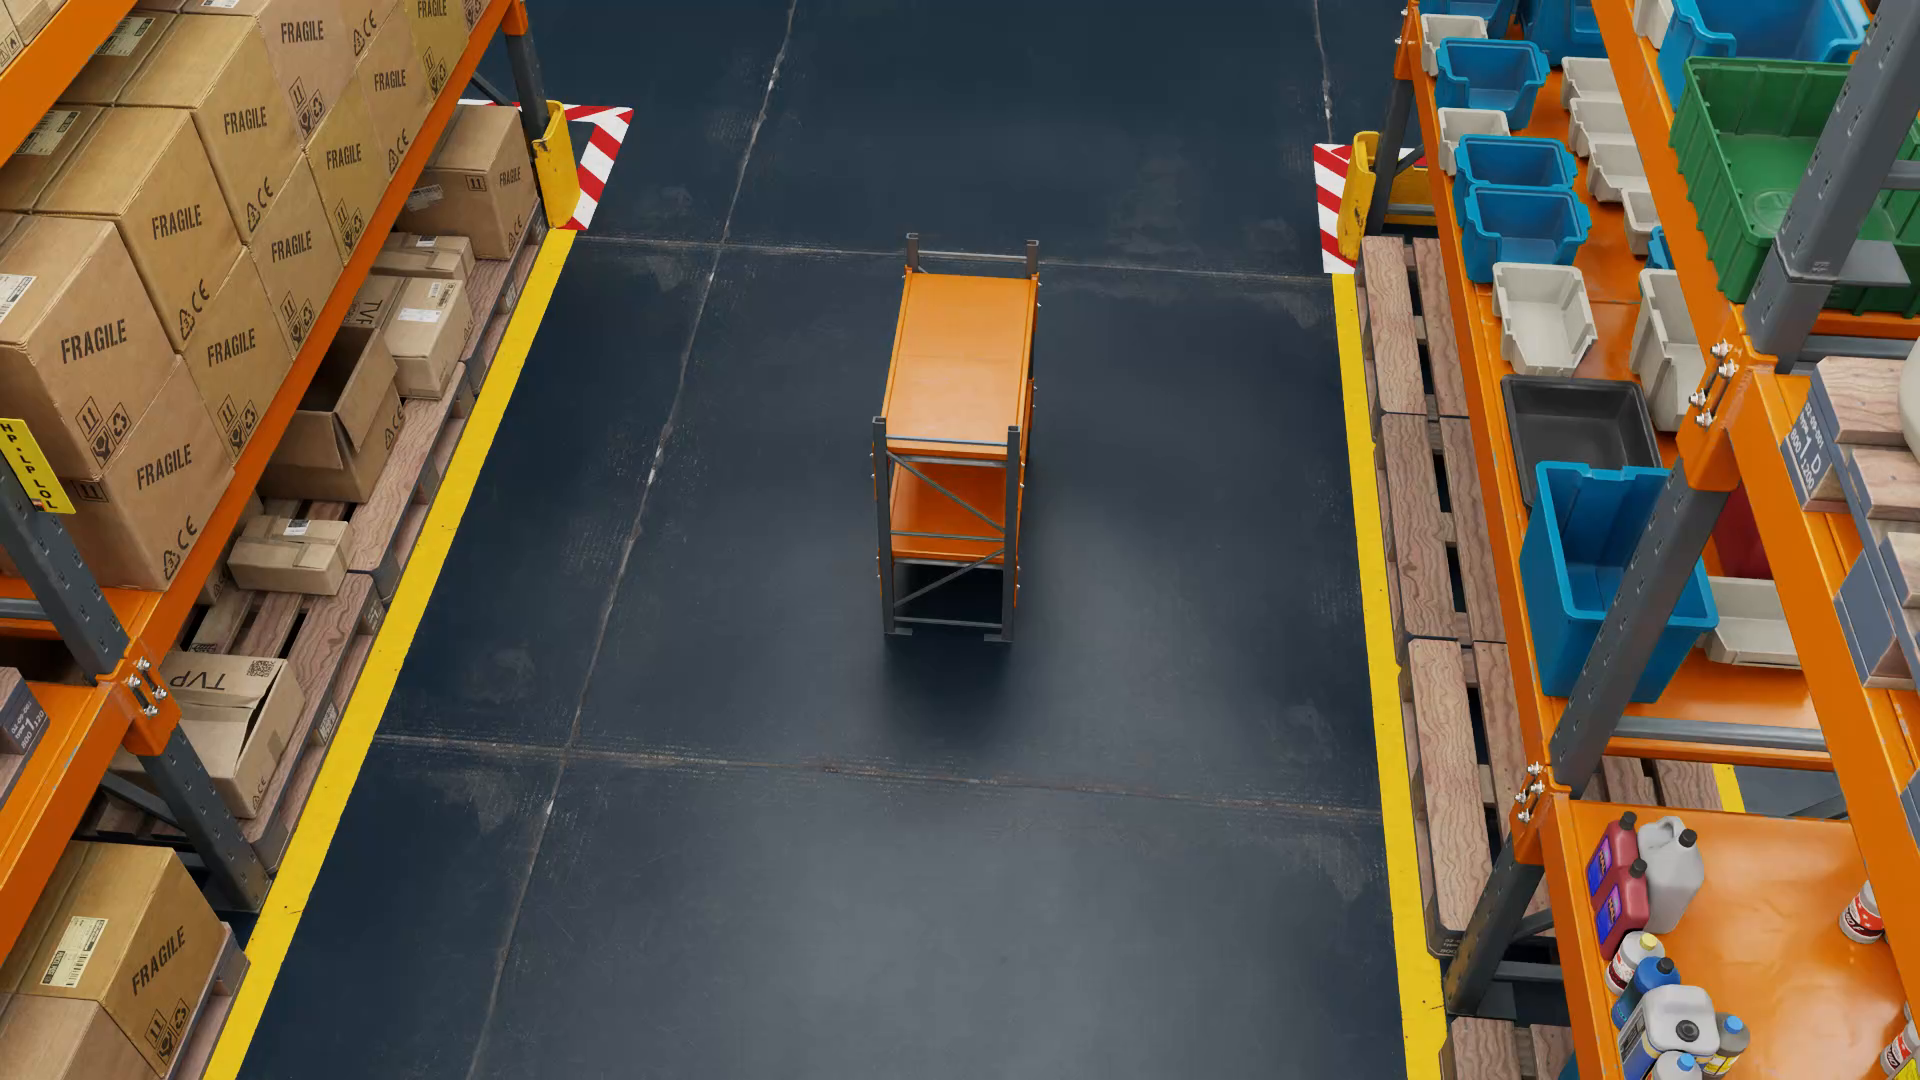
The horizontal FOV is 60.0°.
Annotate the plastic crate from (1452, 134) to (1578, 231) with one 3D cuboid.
[{"bbox_3d":[1.969,-1.266,5.974,0.416,0.233,0.300,4,48,4],"label":"plastic crate"}]

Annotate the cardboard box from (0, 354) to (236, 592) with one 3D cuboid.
[{"bbox_3d":[-2.540,-0.215,4.872,0.500,0.500,0.500,5,48,5],"label":"cardboard box"}]

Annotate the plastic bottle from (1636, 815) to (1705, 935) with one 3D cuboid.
[{"bbox_3d":[1.716,0.794,4.050,0.144,0.351,0.185,4,48,4],"label":"plastic bottle"}]

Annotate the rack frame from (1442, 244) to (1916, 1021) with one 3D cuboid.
[{"bbox_3d":[2.075,0.511,4.276,1.000,3.000,0.127,4,48,4],"label":"rack frame"}]

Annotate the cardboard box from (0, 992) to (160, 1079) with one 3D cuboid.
[{"bbox_3d":[-2.671,1.615,4.662,0.500,0.500,0.500,4,48,4],"label":"cardboard box"}]

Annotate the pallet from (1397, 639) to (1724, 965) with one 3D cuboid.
[{"bbox_3d":[2.103,0.909,5.802,1.003,0.211,1.213,4,48,4],"label":"pallet"}]

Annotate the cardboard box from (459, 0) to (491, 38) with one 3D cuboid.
[{"bbox_3d":[-2.263,-2.451,6.917,0.500,0.500,0.500,5,48,5],"label":"cardboard box"}]

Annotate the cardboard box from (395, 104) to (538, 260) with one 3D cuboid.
[{"bbox_3d":[-2.297,-1.653,7.651,0.500,0.500,0.500,4,48,4],"label":"cardboard box"}]

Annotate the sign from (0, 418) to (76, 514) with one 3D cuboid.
[{"bbox_3d":[-2.305,-0.181,4.124,0.100,0.325,0.005,4,48,4],"label":"sign"}]

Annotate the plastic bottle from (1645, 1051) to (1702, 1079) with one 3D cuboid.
[{"bbox_3d":[1.582,1.221,3.714,0.097,0.271,0.097,0,48,0],"label":"plastic bottle"}]

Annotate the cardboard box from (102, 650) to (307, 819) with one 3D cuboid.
[{"bbox_3d":[-2.604,0.640,5.682,0.500,0.311,0.500,4,48,4],"label":"cardboard box"}]

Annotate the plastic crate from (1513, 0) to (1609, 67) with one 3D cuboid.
[{"bbox_3d":[2.595,-2.202,6.693,0.616,0.435,0.499,4,48,4],"label":"plastic crate"}]

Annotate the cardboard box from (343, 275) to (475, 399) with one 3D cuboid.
[{"bbox_3d":[-2.414,-0.873,7.107,0.500,0.250,0.500,4,48,4],"label":"cardboard box"}]

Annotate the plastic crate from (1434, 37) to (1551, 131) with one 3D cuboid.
[{"bbox_3d":[2.029,-1.749,6.416,0.416,0.233,0.300,4,48,4],"label":"plastic crate"}]

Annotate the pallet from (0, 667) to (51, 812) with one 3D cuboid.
[{"bbox_3d":[-3.039,0.819,4.124,1.003,0.211,1.213,4,48,4],"label":"pallet"}]

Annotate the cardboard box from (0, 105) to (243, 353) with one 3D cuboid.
[{"bbox_3d":[-2.488,-0.903,4.824,0.500,0.500,0.500,3,48,2],"label":"cardboard box"}]

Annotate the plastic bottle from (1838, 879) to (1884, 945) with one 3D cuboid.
[{"bbox_3d":[2.235,0.894,4.060,0.097,0.201,0.097,0,48,0],"label":"plastic bottle"}]

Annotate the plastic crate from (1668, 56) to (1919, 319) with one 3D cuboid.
[{"bbox_3d":[1.812,-0.762,3.551,0.450,0.188,0.662,4,48,4],"label":"plastic crate"}]

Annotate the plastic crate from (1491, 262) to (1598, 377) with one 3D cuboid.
[{"bbox_3d":[1.934,-0.720,5.540,0.293,0.136,0.466,4,48,4],"label":"plastic crate"}]

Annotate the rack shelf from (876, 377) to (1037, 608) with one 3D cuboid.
[{"bbox_3d":[0.001,-0.220,6.546,0.538,0.278,1.000,4,48,4],"label":"rack shelf"}]

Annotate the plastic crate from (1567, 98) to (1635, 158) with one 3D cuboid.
[{"bbox_3d":[2.505,-1.537,6.287,0.396,0.136,0.243,4,48,4],"label":"plastic crate"}]

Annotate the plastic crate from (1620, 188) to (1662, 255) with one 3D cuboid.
[{"bbox_3d":[2.495,-1.111,5.898,0.298,0.136,0.250,4,48,4],"label":"plastic crate"}]

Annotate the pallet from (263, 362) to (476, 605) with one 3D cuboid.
[{"bbox_3d":[-2.685,-0.288,6.896,1.003,0.211,1.213,4,48,4],"label":"pallet"}]

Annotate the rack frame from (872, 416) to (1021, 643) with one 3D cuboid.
[{"bbox_3d":[-0.046,-0.011,6.024,0.500,1.125,0.032,4,48,4],"label":"rack frame"}]

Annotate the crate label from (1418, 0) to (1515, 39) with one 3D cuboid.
[{"bbox_3d":[2.089,-2.233,6.858,0.416,0.233,0.303,4,48,4],"label":"crate label"}]

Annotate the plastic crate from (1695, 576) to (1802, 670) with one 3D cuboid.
[{"bbox_3d":[2.260,0.247,4.655,0.396,0.136,0.243,4,48,4],"label":"plastic crate"}]

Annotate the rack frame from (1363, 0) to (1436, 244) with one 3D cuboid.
[{"bbox_3d":[2.439,-2.429,6.964,1.000,3.000,0.127,4,48,4],"label":"rack frame"}]

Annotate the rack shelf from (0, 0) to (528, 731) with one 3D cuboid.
[{"bbox_3d":[-2.675,-1.052,6.193,1.077,0.370,4.000,4,48,4],"label":"rack shelf"}]

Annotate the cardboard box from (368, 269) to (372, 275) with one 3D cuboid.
[{"bbox_3d":[-2.871,-1.237,7.440,0.500,0.250,0.500,4,48,4],"label":"cardboard box"}]

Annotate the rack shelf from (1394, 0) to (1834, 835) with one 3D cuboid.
[{"bbox_3d":[2.257,-0.716,5.886,1.077,0.370,4.000,4,48,4],"label":"rack shelf"}]

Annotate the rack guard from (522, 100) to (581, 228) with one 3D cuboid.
[{"bbox_3d":[-2.500,-1.865,8.143,1.175,0.500,0.348,4,48,4],"label":"rack guard"}]

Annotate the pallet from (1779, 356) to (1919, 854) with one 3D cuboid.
[{"bbox_3d":[2.101,0.145,2.706,1.213,0.211,1.003,4,48,4],"label":"pallet"}]

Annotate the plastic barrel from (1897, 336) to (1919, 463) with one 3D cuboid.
[{"bbox_3d":[1.777,-0.319,2.626,0.433,0.535,0.433,0,48,0],"label":"plastic barrel"}]

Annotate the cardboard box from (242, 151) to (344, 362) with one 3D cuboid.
[{"bbox_3d":[-2.448,-0.959,5.553,0.500,0.500,0.500,4,48,3],"label":"cardboard box"}]

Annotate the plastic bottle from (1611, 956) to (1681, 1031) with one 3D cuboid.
[{"bbox_3d":[1.603,1.050,3.870,0.097,0.271,0.097,0,48,0],"label":"plastic bottle"}]

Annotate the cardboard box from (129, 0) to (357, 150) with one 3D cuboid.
[{"bbox_3d":[-2.394,-1.660,5.516,0.500,0.500,0.500,5,48,5],"label":"cardboard box"}]

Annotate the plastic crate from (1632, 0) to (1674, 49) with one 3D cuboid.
[{"bbox_3d":[1.812,-1.373,4.145,0.293,0.136,0.466,4,48,4],"label":"plastic crate"}]

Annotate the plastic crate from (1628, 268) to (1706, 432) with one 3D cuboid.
[{"bbox_3d":[2.397,-0.579,5.313,0.437,0.282,0.530,4,48,4],"label":"plastic crate"}]

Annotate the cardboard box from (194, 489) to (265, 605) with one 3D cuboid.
[{"bbox_3d":[-3.020,-0.055,6.318,0.500,0.311,0.500,4,48,4],"label":"cardboard box"}]

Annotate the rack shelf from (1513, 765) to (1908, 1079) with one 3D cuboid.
[{"bbox_3d":[1.893,2.223,3.197,1.077,0.370,4.000,4,48,4],"label":"rack shelf"}]

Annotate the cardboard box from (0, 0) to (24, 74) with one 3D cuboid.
[{"bbox_3d":[-2.567,-1.128,3.843,0.500,0.250,0.500,4,48,4],"label":"cardboard box"}]

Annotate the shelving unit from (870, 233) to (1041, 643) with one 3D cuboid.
[{"bbox_3d":[0.001,-0.385,6.365,0.538,1.125,1.048,4,48,4],"label":"shelving unit"}]

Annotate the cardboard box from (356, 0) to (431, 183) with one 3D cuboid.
[{"bbox_3d":[-2.358,-1.703,6.233,0.500,0.500,0.500,4,48,4],"label":"cardboard box"}]

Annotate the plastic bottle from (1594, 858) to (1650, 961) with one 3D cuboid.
[{"bbox_3d":[1.604,0.889,4.009,0.061,0.283,0.133,4,48,4],"label":"plastic bottle"}]

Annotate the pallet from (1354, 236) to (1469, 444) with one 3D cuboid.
[{"bbox_3d":[2.326,-0.884,7.442,1.003,0.211,1.213,4,48,4],"label":"pallet"}]

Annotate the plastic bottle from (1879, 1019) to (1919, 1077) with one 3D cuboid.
[{"bbox_3d":[2.202,1.163,3.814,0.097,0.201,0.097,0,48,0],"label":"plastic bottle"}]
